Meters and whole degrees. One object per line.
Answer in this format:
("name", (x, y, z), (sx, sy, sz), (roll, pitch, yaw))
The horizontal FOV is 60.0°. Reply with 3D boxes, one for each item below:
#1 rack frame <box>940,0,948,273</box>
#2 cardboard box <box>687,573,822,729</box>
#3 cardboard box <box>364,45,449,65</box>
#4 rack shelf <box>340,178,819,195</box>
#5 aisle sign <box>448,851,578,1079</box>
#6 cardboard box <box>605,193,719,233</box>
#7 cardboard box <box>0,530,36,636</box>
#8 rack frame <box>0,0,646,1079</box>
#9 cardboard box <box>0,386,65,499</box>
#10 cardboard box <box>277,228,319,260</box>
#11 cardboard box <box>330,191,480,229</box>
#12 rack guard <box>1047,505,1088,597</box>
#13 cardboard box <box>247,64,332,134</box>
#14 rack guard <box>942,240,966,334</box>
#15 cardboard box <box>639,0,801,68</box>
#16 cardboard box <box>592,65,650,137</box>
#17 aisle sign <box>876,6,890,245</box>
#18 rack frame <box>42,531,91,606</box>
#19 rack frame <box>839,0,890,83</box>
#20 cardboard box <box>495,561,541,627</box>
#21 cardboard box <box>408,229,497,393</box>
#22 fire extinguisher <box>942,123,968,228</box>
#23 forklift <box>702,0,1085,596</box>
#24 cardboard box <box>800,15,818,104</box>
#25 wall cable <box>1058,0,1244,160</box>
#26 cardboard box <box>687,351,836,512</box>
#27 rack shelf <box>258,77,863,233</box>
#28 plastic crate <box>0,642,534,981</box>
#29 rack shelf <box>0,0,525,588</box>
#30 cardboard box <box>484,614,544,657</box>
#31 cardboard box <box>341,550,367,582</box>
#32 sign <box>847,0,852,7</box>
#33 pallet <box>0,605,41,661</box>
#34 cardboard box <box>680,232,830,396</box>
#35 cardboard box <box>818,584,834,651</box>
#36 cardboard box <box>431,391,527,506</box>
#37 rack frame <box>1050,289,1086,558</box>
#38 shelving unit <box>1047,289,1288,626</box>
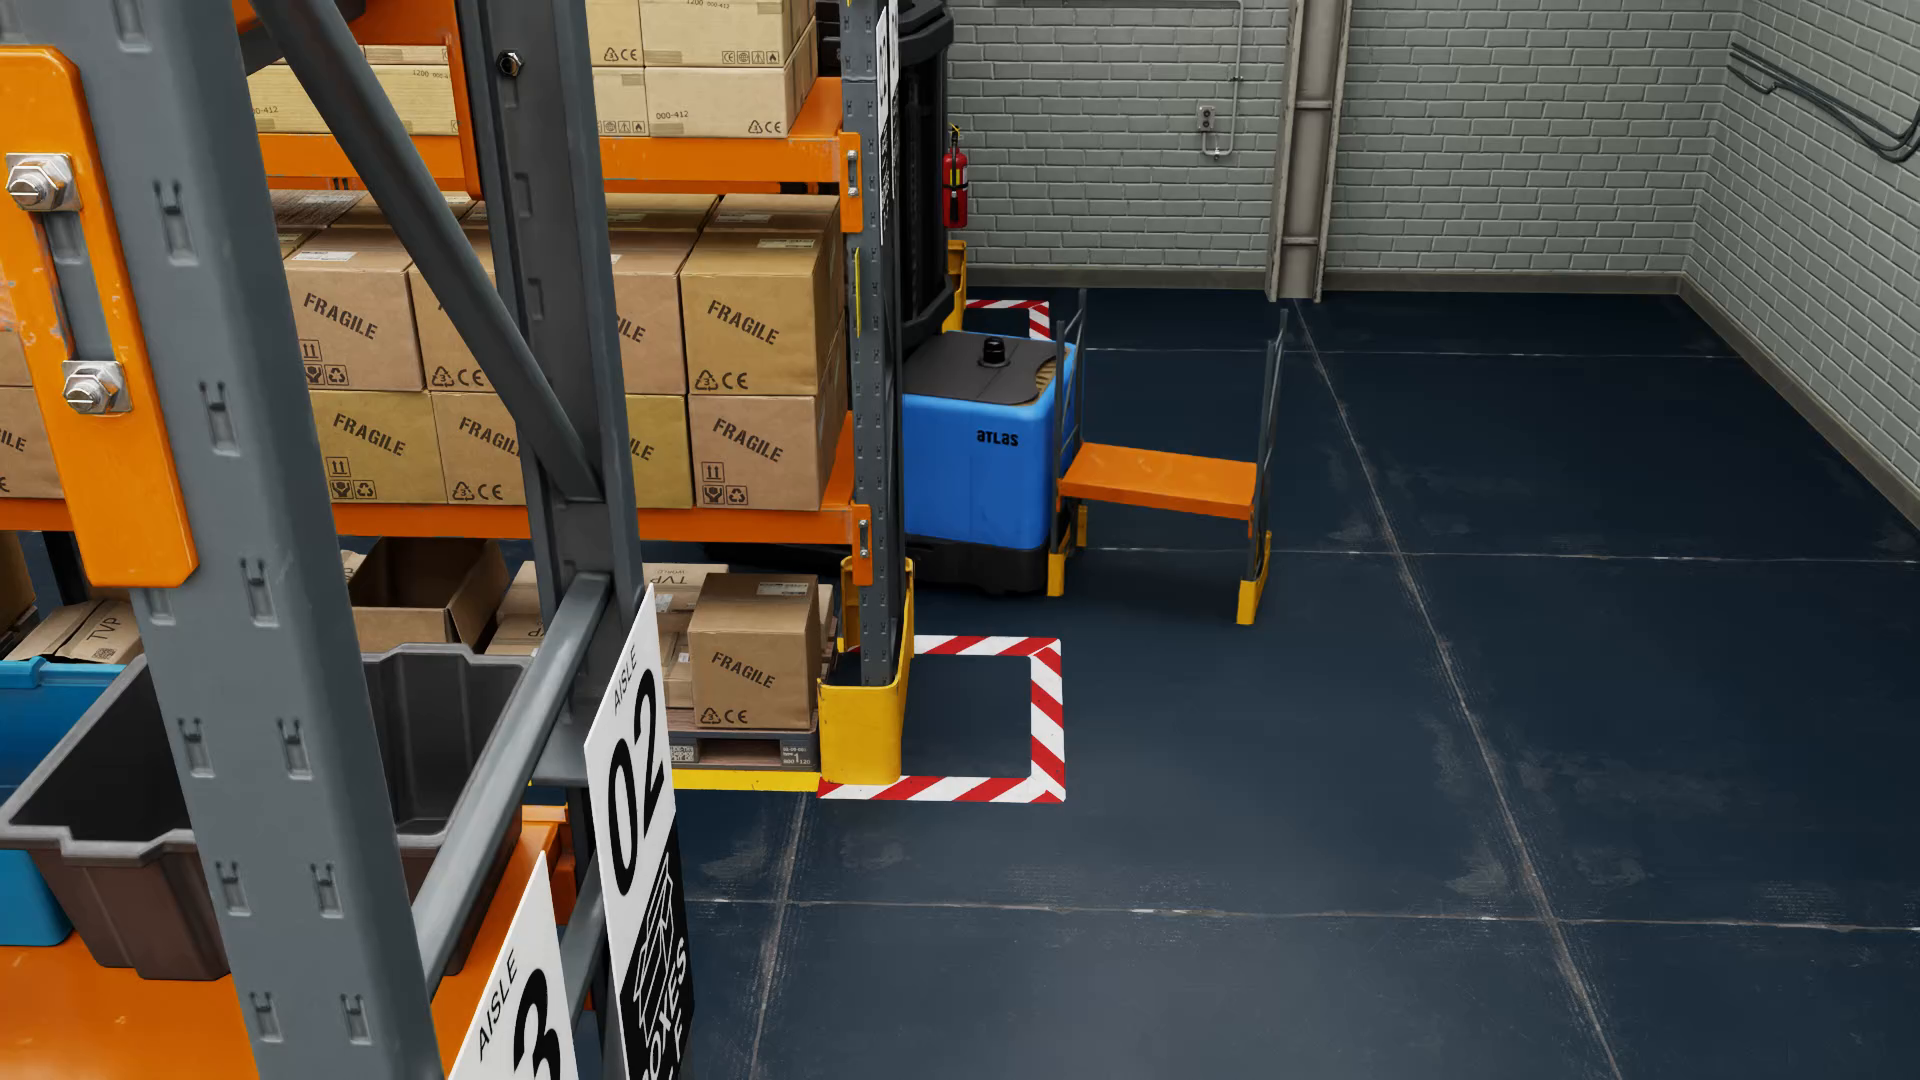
("rack frame", (-0.170, -2.851, 11.425), (0.127, 3.000, 1.000), (1, 28, 2))
("cardboard box", (-0.893, 0.484, 7.333), (0.500, 0.500, 0.500), (1, 28, 2))
("cardboard box", (-1.862, -1.919, 6.092), (0.500, 0.250, 0.500), (1, 28, 2))
("rack shelf", (-2.168, -2.566, 11.656), (4.000, 0.370, 1.077), (1, 28, 2))
("aisle sign", (-0.458, 0.776, 1.808), (0.004, 0.787, 0.394), (1, 28, 2))
("cardboard box", (-1.298, -1.154, 7.050), (0.500, 0.500, 0.500), (1, 28, 2))
("cardboard box", (-4.813, 0.190, 7.889), (0.500, 0.500, 0.500), (0, 28, -1))
("rack frame", (-0.519, -0.864, 1.273), (0.127, 3.000, 1.000), (1, 28, 2))
("cardboard box", (-3.838, -0.507, 6.896), (0.500, 0.500, 0.500), (2, 28, 3))
("cardboard box", (-2.848, -0.928, 6.623), (0.500, 0.500, 0.500), (0, 28, 0))
("cardboard box", (-2.305, -1.173, 7.085), (0.500, 0.500, 0.500), (1, 28, 1))
("rack guard", (0.574, 0.053, 8.882), (0.087, 0.250, 0.587), (8, 29, 15))
("cardboard box", (-2.362, -1.708, 6.226), (0.500, 0.250, 0.500), (1, 28, 2))
("rack guard", (-0.146, -1.746, 12.010), (0.348, 0.500, 1.175), (1, 28, 2))
("cardboard box", (-0.863, -1.901, 6.058), (0.500, 0.250, 0.500), (1, 28, 2))
("cardboard box", (-1.363, -1.690, 6.192), (0.500, 0.250, 0.500), (1, 28, 2))
("aisle sign", (-0.283, -1.536, 6.170), (0.004, 0.787, 0.394), (1, 28, 2))
("rack frame", (-4.338, -0.598, 7.176), (0.127, 3.000, 1.000), (1, 28, 2))
("rack frame", (-0.341, -3.183, 5.646), (0.127, 3.000, 1.000), (1, 28, 2))
("cardboard box", (-1.873, 0.330, 7.891), (0.500, 0.250, 0.500), (1, 28, 2))
("cardboard box", (-1.818, -0.911, 6.592), (0.500, 0.500, 0.500), (2, 28, 3))
("fire extinguisher", (-0.035, -2.433, 11.119), (0.183, 0.674, 0.296), (1, 28, 2))
("forklift", (-0.892, -1.392, 8.746), (3.031, 2.935, 1.130), (8, 29, 15))
("cardboard box", (-0.845, -1.919, 6.624), (0.500, 0.250, 0.500), (1, 28, 2))
("wall cable", (1.143, -3.721, 11.983), (1.851, 1.984, 0.084), (1, 28, 2))
("cardboard box", (-0.798, -0.456, 6.801), (0.500, 0.500, 0.500), (2, 28, 3))
("rack shelf", (-2.339, -1.573, 6.580), (4.000, 0.370, 1.077), (1, 28, 2))
("plastic crate", (-0.894, 0.382, 2.264), (0.590, 0.269, 0.497), (1, 28, 2))
("rack shelf", (-2.518, -0.403, 1.597), (4.000, 0.370, 1.077), (1, 28, 2))
("cardboard box", (-1.841, 0.565, 7.448), (0.500, 0.250, 0.500), (1, 28, 2))
("cardboard box", (-3.009, 0.284, 7.912), (0.500, 0.311, 0.500), (1, 28, 2))
("sign", (-0.380, -1.989, 5.652), (0.005, 0.325, 0.100), (1, 28, 2))
("pallet", (-5.152, 0.638, 7.821), (1.213, 0.211, 1.003), (1, 28, 2))
("cardboard box", (-0.795, -0.897, 6.565), (0.500, 0.500, 0.500), (1, 28, 1))
("cardboard box", (-0.747, 0.365, 7.932), (0.250, 0.149, 0.380), (1, 28, 2))
("cardboard box", (-1.815, -0.474, 6.835), (0.500, 0.500, 0.500), (1, 28, 2))
("rack frame", (0.556, -0.502, 8.595), (0.032, 1.500, 0.500), (8, 29, 15))
("shelving unit", (1.051, -0.431, 8.461), (1.083, 1.500, 0.587), (8, 29, 15))
